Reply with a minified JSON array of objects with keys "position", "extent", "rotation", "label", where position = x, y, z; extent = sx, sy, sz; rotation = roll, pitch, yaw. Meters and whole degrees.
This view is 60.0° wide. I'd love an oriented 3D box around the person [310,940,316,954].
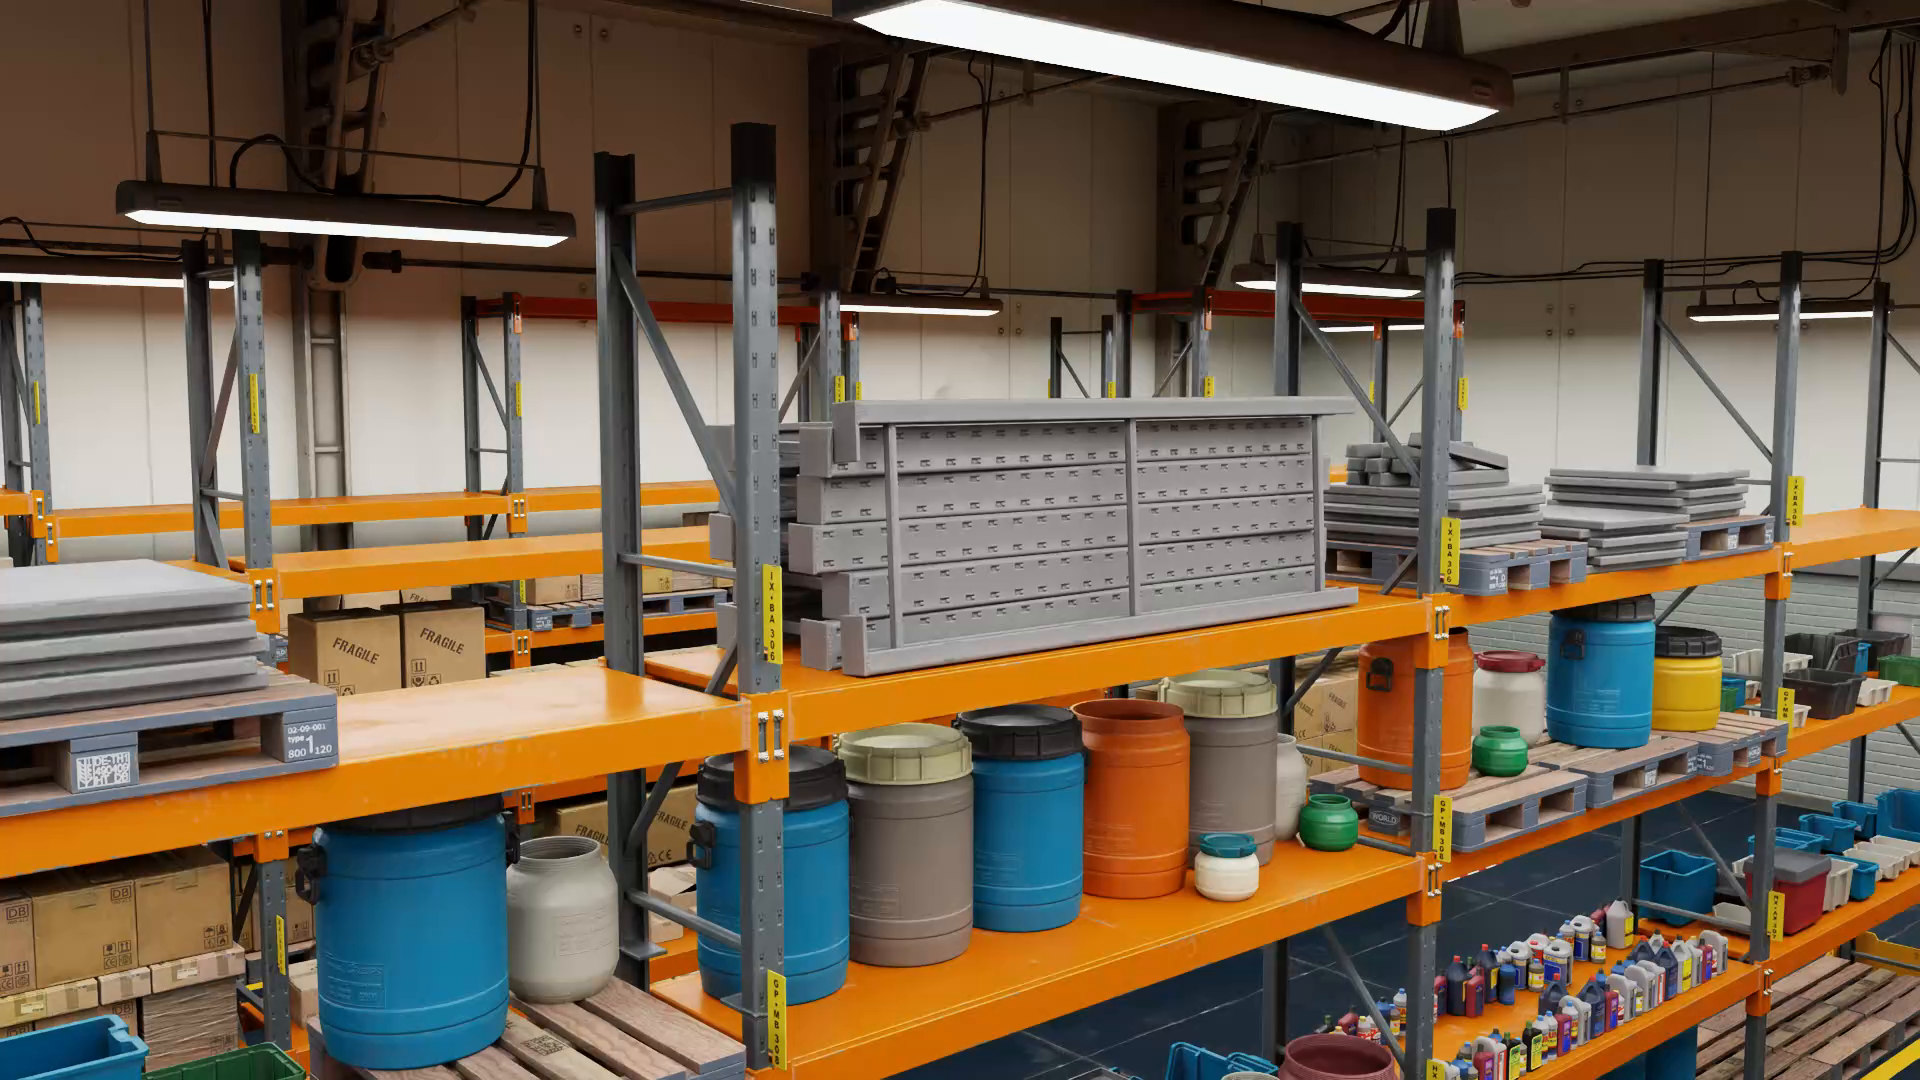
[{"position":[-4.369,3.187,12.154],"extent":[0.606,1.648,0.924],"rotation":[4,7,38],"label":"person"}]
